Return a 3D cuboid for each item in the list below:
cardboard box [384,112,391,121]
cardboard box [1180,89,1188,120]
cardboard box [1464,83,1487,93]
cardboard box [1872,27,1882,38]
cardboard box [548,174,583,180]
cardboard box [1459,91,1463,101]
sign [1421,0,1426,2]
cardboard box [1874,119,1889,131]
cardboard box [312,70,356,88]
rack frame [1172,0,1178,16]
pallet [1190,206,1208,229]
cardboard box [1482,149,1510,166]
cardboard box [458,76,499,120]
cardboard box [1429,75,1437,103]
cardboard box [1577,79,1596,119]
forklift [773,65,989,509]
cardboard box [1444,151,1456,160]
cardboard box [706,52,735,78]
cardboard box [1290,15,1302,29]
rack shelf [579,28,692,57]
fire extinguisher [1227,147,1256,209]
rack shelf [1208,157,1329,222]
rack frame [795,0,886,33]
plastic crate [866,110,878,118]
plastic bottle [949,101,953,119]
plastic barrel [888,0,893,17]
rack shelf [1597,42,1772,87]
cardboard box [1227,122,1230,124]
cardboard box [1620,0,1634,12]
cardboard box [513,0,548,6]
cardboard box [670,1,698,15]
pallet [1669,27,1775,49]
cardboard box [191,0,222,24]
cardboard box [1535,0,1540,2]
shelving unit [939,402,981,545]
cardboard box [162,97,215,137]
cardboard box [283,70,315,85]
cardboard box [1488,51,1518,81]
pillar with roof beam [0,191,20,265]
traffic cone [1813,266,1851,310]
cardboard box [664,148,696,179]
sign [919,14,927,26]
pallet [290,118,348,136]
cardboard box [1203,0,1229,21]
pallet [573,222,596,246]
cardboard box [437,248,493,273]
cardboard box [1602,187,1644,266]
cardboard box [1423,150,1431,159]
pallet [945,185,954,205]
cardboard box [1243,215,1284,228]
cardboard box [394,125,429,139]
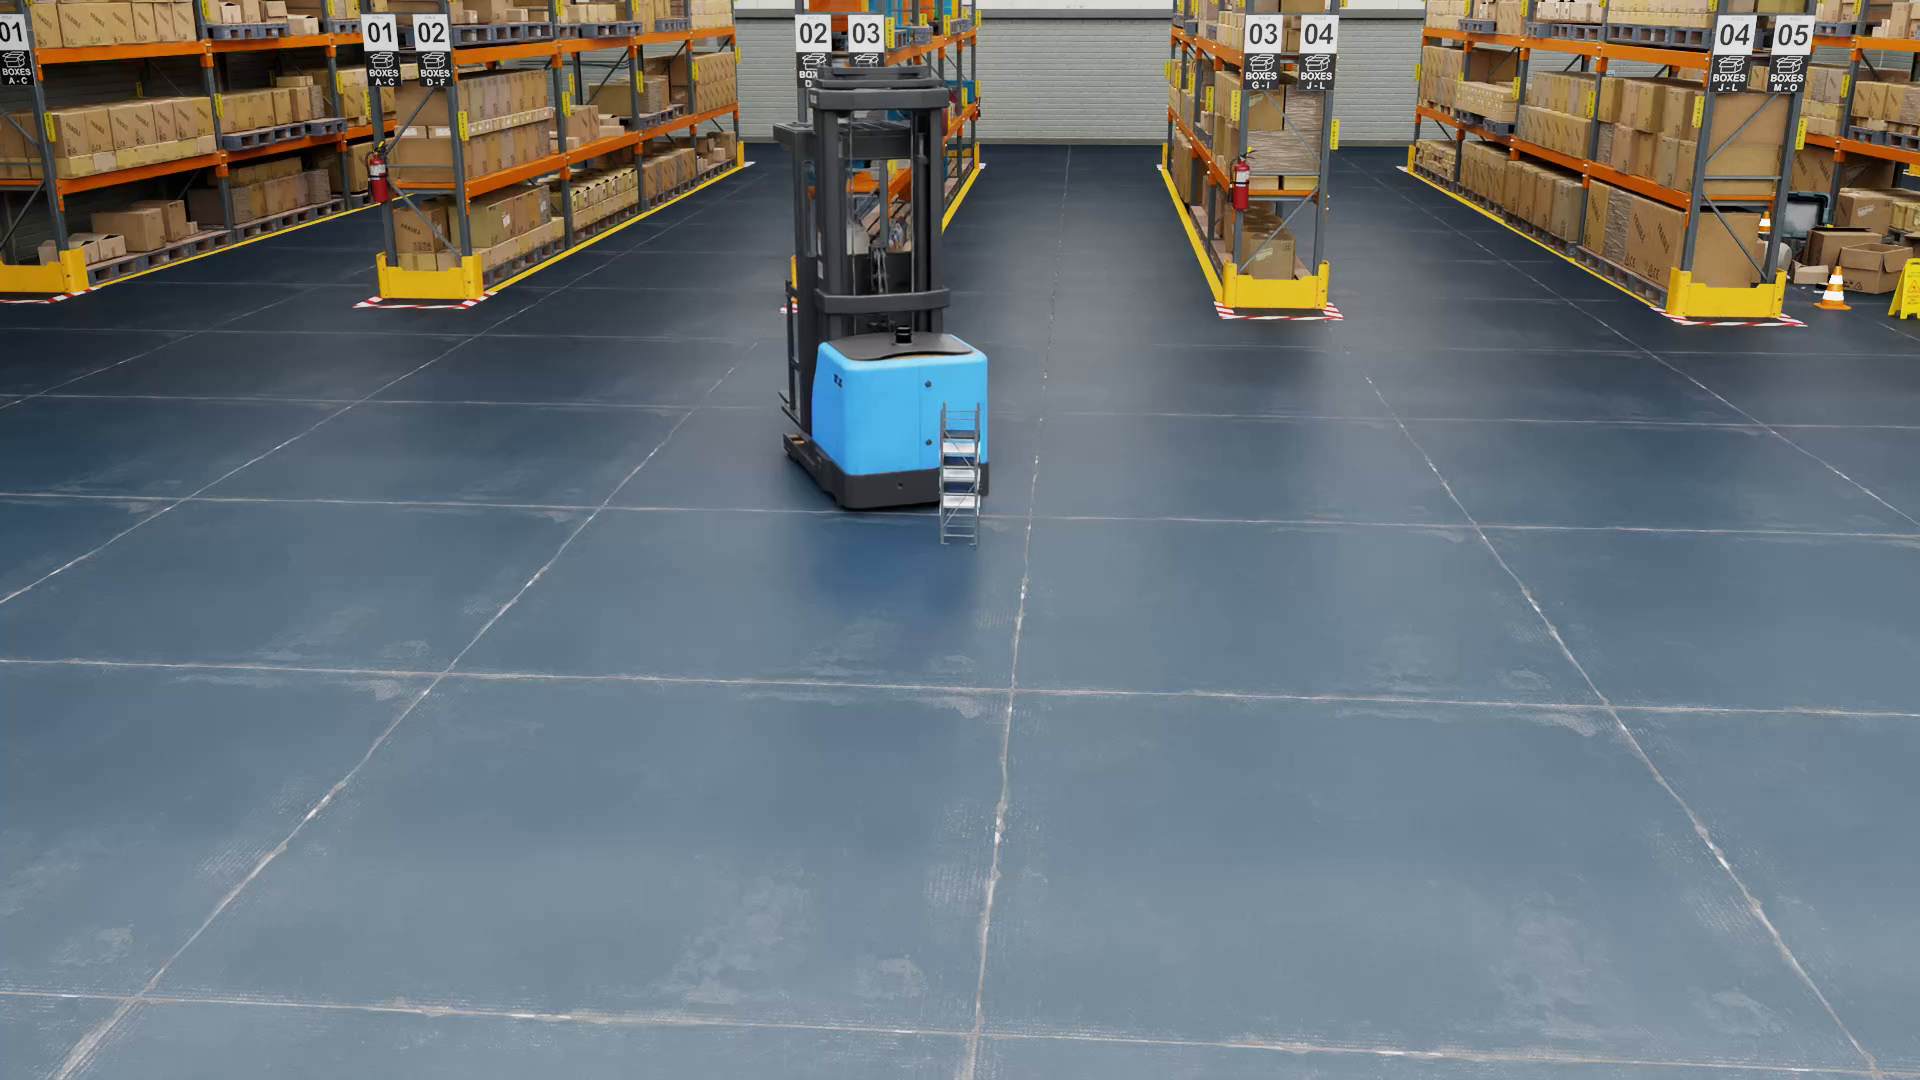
[{"bbox_3d":[-10.255,-7.469,29.272,0.380,0.149,0.250,2,18,6],"label":"cardboard box"},{"bbox_3d":[4.191,-7.745,29.581,0.500,0.500,0.500,1,18,4],"label":"cardboard box"},{"bbox_3d":[8.892,-7.777,28.614,0.380,0.149,0.250,1,18,4],"label":"cardboard box"},{"bbox_3d":[13.879,-7.583,24.834,0.380,0.149,0.250,1,18,4],"label":"cardboard box"},{"bbox_3d":[-6.092,-5.496,25.720,0.500,0.311,0.500,1,18,2],"label":"cardboard box"},{"bbox_3d":[8.910,-7.721,28.922,0.380,0.149,0.250,1,18,3],"label":"cardboard box"},{"bbox_3d":[9.159,-10.788,32.807,0.100,0.325,0.005,1,18,4],"label":"sign"},{"bbox_3d":[13.703,-6.098,24.446,0.380,0.149,0.250,1,18,4],"label":"cardboard box"},{"bbox_3d":[-10.343,-7.623,27.495,0.500,0.250,0.500,2,18,5],"label":"cardboard box"},{"bbox_3d":[4.760,-11.928,32.873,1.000,3.000,0.127,1,18,4],"label":"rack frame"},{"bbox_3d":[4.129,-5.024,25.918,1.003,0.211,1.213,1,18,4],"label":"pallet"},{"bbox_3d":[8.992,-6.351,27.624,0.500,0.250,0.500,2,18,5],"label":"cardboard box"},{"bbox_3d":[-6.150,-5.475,20.571,0.700,0.500,0.500,1,18,4],"label":"cardboard box"},{"bbox_3d":[9.332,-8.672,31.932,0.500,0.500,0.500,2,18,5],"label":"cardboard box"},{"bbox_3d":[8.905,-6.045,22.787,0.700,0.500,0.500,1,18,3],"label":"cardboard box"},{"bbox_3d":[-0.737,-2.026,12.400,1.130,2.935,3.031,-6,19,-17],"label":"forklift"},{"bbox_3d":[9.169,-7.094,30.704,0.380,0.149,0.250,1,18,3],"label":"cardboard box"},{"bbox_3d":[-4.878,-9.677,33.874,0.500,0.500,0.500,1,18,3],"label":"cardboard box"},{"bbox_3d":[3.864,-5.732,18.381,0.380,0.149,0.250,1,18,4],"label":"cardboard box"},{"bbox_3d":[-5.550,-8.519,28.443,1.077,0.370,4.000,1,18,4],"label":"rack shelf"},{"bbox_3d":[3.146,-4.046,18.576,0.296,0.674,0.183,1,18,4],"label":"fire extinguisher"},{"bbox_3d":[3.757,-4.387,20.649,1.077,0.370,4.000,1,18,4],"label":"rack shelf"},{"bbox_3d":[-1.327,-7.069,18.045,1.000,3.000,0.127,1,18,4],"label":"rack frame"},{"bbox_3d":[-1.174,-6.238,25.041,0.402,0.464,0.583,1,18,4],"label":"plastic crate"},{"bbox_3d":[-0.206,-7.629,29.467,0.144,0.351,0.185,1,18,4],"label":"plastic bottle"},{"bbox_3d":[-1.220,-7.287,22.722,0.600,0.901,0.708,1,18,4],"label":"plastic barrel"},{"bbox_3d":[8.697,-5.670,19.748,1.077,0.370,4.000,1,18,4],"label":"rack shelf"},{"bbox_3d":[3.675,-4.779,20.052,0.875,0.500,0.500,1,18,4],"label":"cardboard box"},{"bbox_3d":[8.491,-6.648,20.505,0.500,0.250,0.500,1,18,3],"label":"cardboard box"},{"bbox_3d":[-5.897,-7.673,23.067,0.500,0.500,0.500,2,18,5],"label":"cardboard box"},{"bbox_3d":[-5.124,-9.794,30.616,0.500,0.250,0.500,1,18,4],"label":"cardboard box"},{"bbox_3d":[8.596,-5.579,18.458,1.003,0.211,1.213,1,18,4],"label":"pallet"},{"bbox_3d":[-10.803,-7.522,23.410,0.500,0.500,0.500,4,19,12],"label":"cardboard box"},{"bbox_3d":[8.897,-8.418,25.590,0.396,0.266,0.258,1,18,4],"label":"cardboard box"},{"bbox_3d":[0.001,-0.430,10.791,0.258,0.900,0.210,1,18,4],"label":"shelving unit"},{"bbox_3d":[-10.647,-5.822,22.880,0.500,0.500,0.500,1,18,4],"label":"cardboard box"},{"bbox_3d":[-10.861,-7.625,27.502,0.500,0.250,0.500,2,18,5],"label":"cardboard box"},{"bbox_3d":[9.689,-8.491,29.775,0.500,0.500,0.500,2,18,5],"label":"cardboard box"},{"bbox_3d":[-7.727,-7.431,19.149,9.100,9.000,0.400,1,18,4],"label":"pillar with roof beam"},{"bbox_3d":[10.008,-2.893,19.009,0.336,0.463,0.334,1,18,4],"label":"traffic cone"},{"bbox_3d":[-5.156,-6.918,30.528,0.500,0.500,0.500,1,18,4],"label":"cardboard box"},{"bbox_3d":[-0.492,-6.874,22.254,0.100,0.325,0.005,1,18,4],"label":"sign"},{"bbox_3d":[-10.580,-6.609,26.584,1.213,0.211,1.003,1,18,4],"label":"pallet"},{"bbox_3d":[3.828,-7.849,24.278,0.500,0.500,0.500,1,18,2],"label":"cardboard box"},{"bbox_3d":[-5.967,-4.477,24.247,1.003,0.211,1.213,1,18,4],"label":"pallet"},{"bbox_3d":[-6.007,-3.384,20.176,0.500,0.250,0.500,1,18,4],"label":"cardboard box"},{"bbox_3d":[8.664,-3.924,20.819,0.875,0.875,0.875,1,18,4],"label":"cardboard box"},{"bbox_3d":[9.275,-7.525,32.497,0.380,0.149,0.250,2,18,6],"label":"cardboard box"},{"bbox_3d":[-0.648,-6.001,28.899,1.003,0.211,1.213,1,18,4],"label":"pallet"},{"bbox_3d":[3.832,-3.866,21.243,0.500,0.500,0.500,0,18,-1],"label":"cardboard box"},{"bbox_3d":[-6.430,-4.809,19.579,0.380,0.149,0.250,1,18,3],"label":"cardboard box"}]
